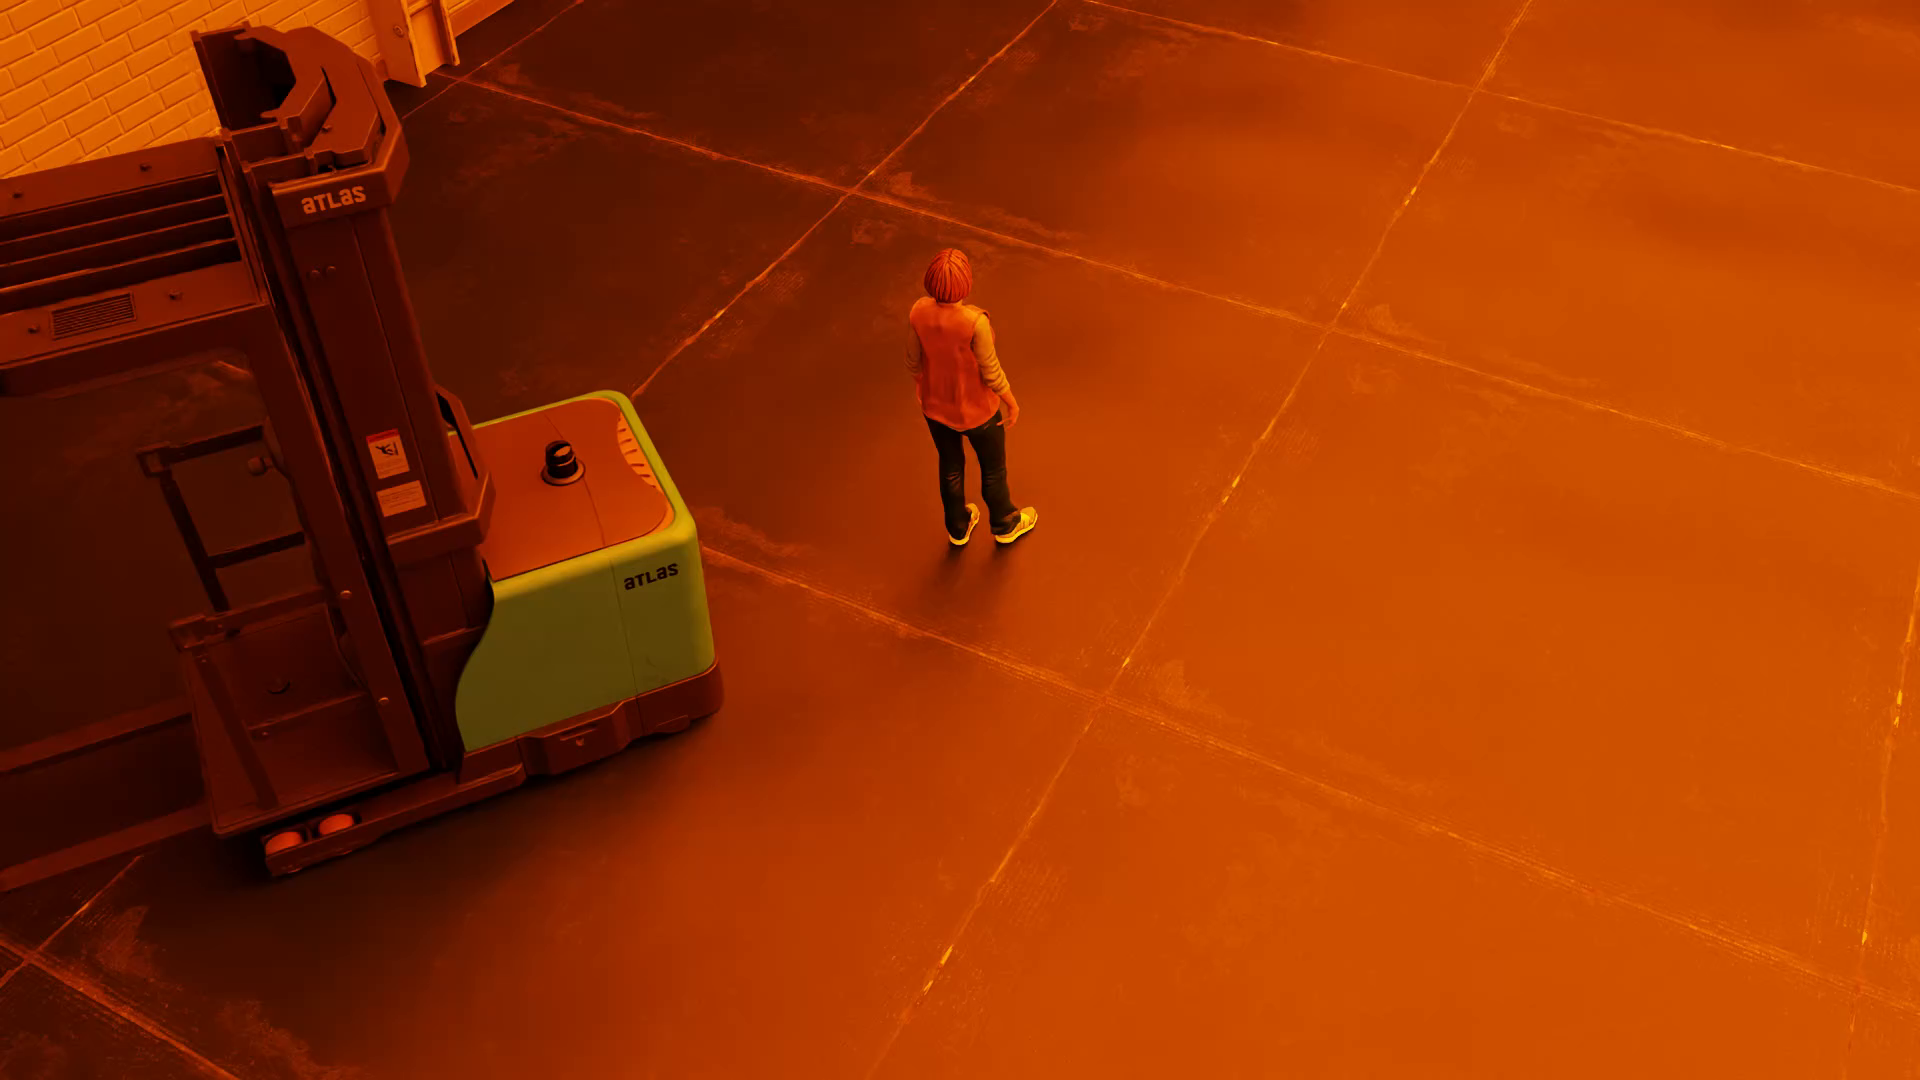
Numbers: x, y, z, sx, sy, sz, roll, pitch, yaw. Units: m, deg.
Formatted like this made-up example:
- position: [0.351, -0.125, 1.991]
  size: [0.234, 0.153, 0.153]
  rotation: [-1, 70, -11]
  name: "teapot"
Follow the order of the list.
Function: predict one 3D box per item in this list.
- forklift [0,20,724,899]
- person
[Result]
- position: [-2.548, -0.196, 5.862]
  size: [3.031, 2.935, 1.130]
  rotation: [-18, 46, -18]
  name: "forklift"
- position: [0.047, -0.628, 7.283]
  size: [0.520, 1.600, 0.472]
  rotation: [20, 47, 20]
  name: "person"
